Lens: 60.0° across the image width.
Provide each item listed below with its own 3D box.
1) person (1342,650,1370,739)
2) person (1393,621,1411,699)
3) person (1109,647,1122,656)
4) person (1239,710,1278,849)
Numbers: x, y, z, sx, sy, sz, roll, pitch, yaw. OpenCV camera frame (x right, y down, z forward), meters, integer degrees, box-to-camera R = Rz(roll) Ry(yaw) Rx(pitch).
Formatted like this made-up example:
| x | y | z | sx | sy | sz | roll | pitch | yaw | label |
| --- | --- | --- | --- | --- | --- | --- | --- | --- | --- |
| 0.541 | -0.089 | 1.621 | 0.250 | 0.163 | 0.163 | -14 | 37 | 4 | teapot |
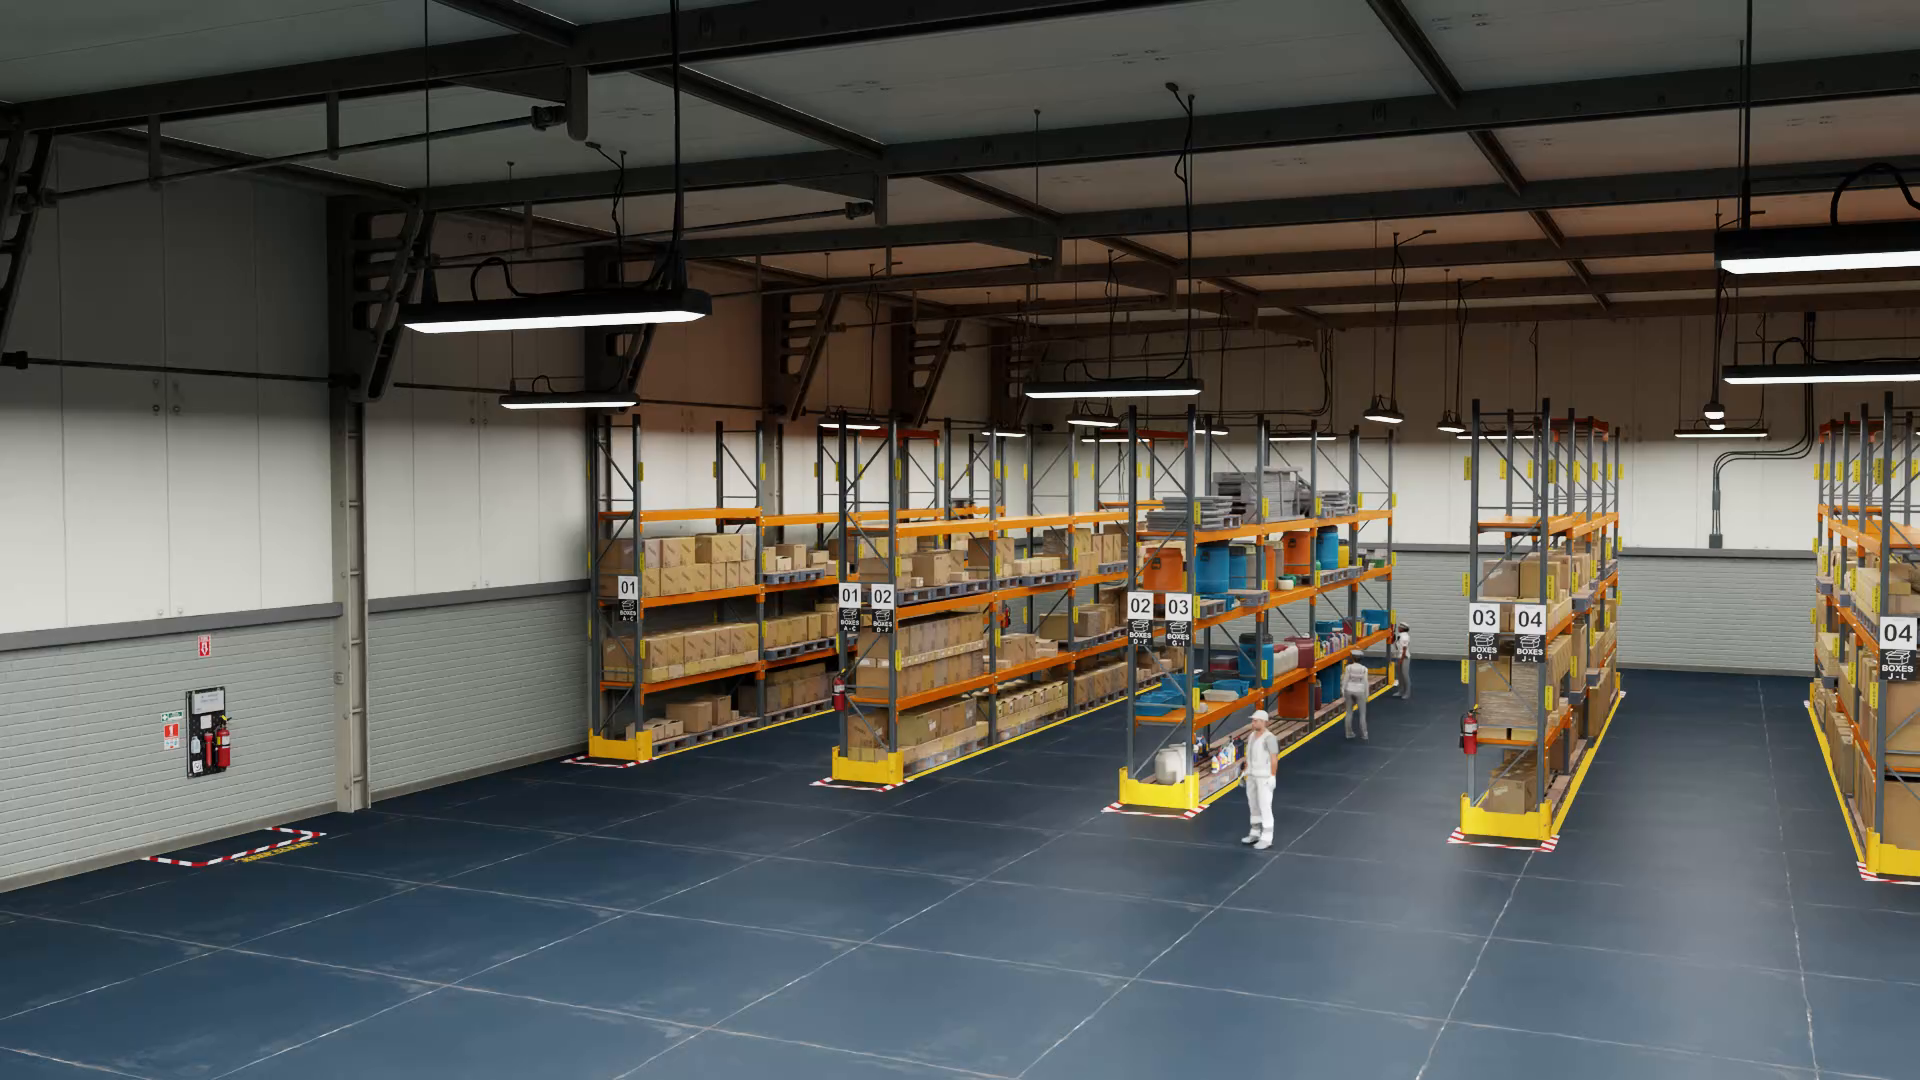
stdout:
| x | y | z | sx | sy | sz | roll | pitch | yaw | label |
| --- | --- | --- | --- | --- | --- | --- | --- | --- | --- |
| 7.425 | 2.890 | 31.121 | 0.520 | 1.683 | 0.445 | 2 | 3 | 41 | person |
| 9.805 | 2.656 | 36.881 | 0.376 | 1.727 | 0.502 | -1 | 2 | -14 | person |
| 3.938 | 2.427 | 42.371 | 0.455 | 1.671 | 0.366 | -2 | 3 | -37 | person |
| 3.983 | 3.186 | 22.307 | 0.387 | 1.808 | 0.592 | -1 | 3 | -27 | person |
